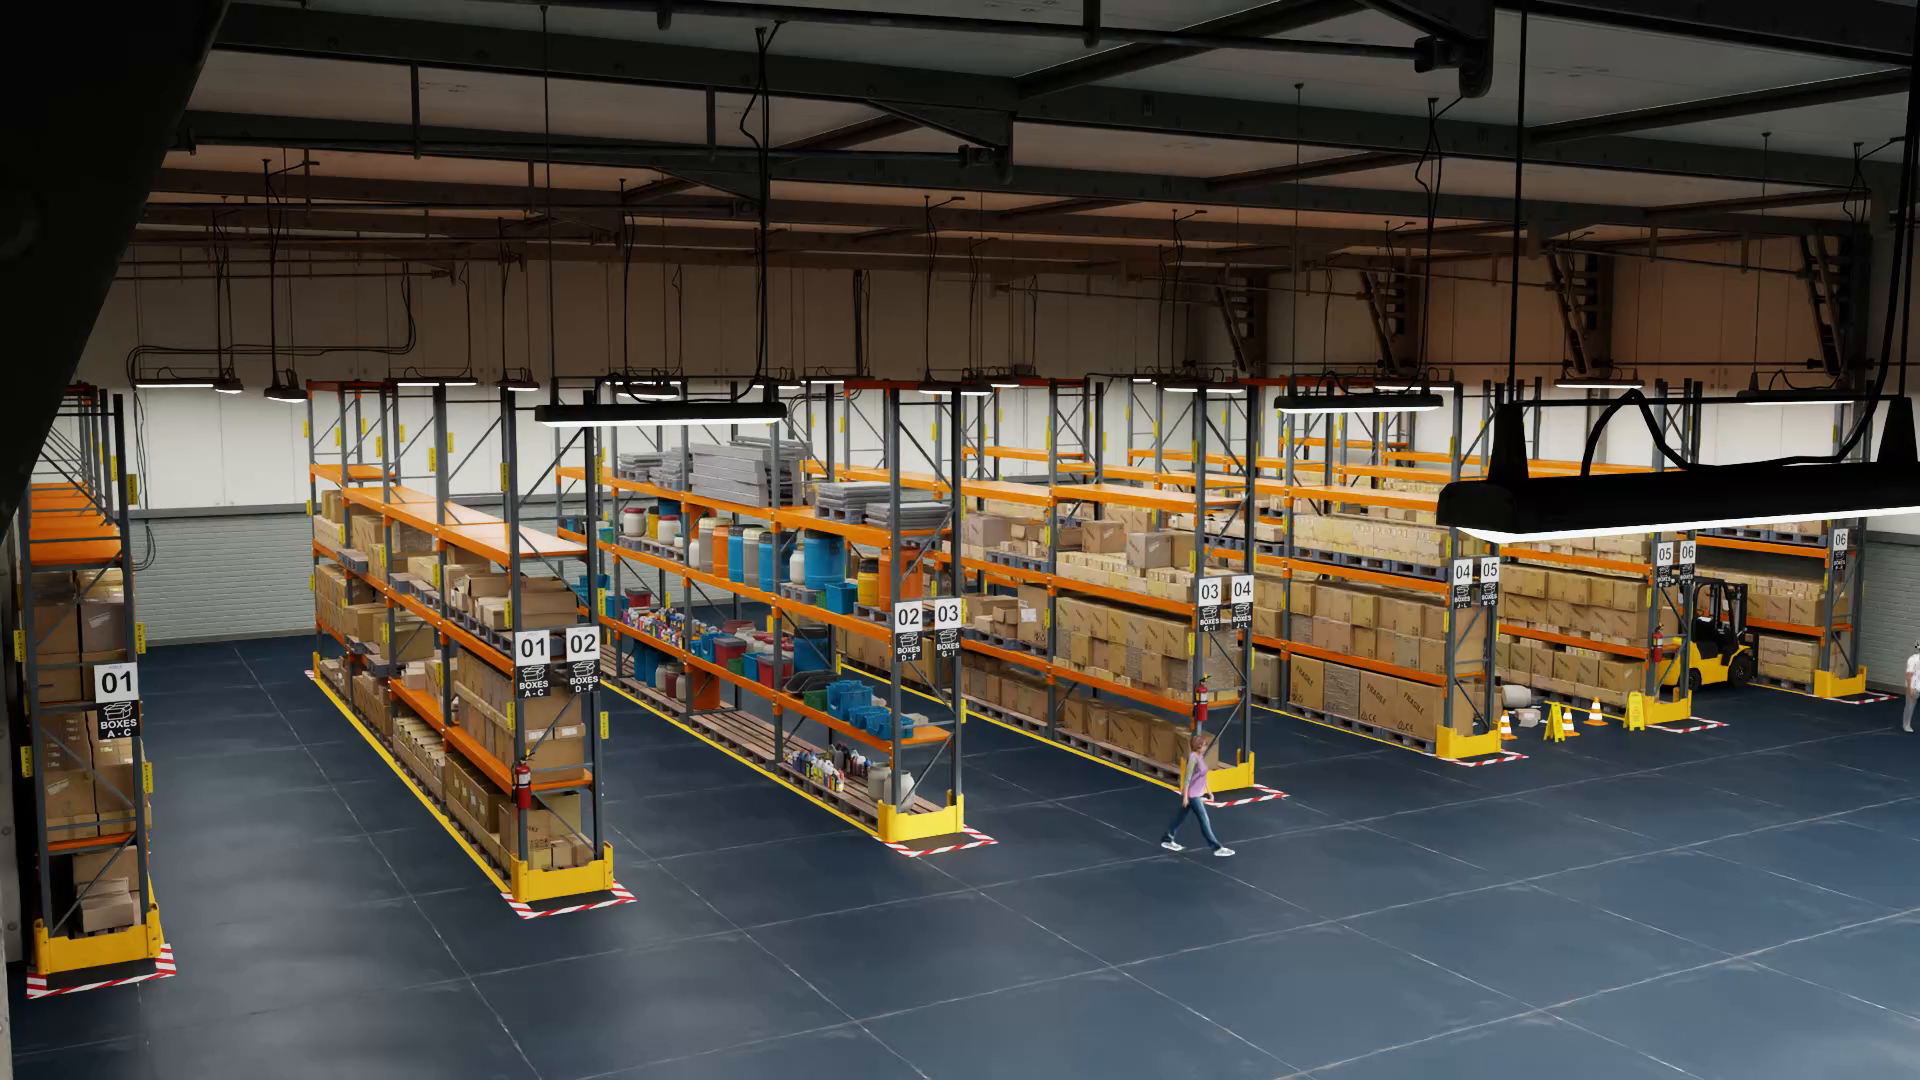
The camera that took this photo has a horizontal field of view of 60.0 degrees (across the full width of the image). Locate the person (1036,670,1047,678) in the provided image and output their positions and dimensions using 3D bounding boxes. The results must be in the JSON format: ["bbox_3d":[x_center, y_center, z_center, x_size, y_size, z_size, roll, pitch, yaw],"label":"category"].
[{"bbox_3d":[1.745,2.088,32.515,0.625,1.523,1.102,-3,7,-27],"label":"person"}]

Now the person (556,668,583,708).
[{"bbox_3d":[-7.250,2.192,30.663,0.540,1.722,1.069,-3,7,-26],"label":"person"}]

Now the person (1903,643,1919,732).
[{"bbox_3d":[16.276,2.523,28.141,0.474,1.606,1.045,2,6,16],"label":"person"}]

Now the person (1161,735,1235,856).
[{"bbox_3d":[3.065,3.272,21.368,0.975,1.541,0.443,2,6,14],"label":"person"}]

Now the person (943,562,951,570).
[{"bbox_3d":[-0.407,0.801,44.025,0.535,1.698,0.803,5,8,40],"label":"person"}]
